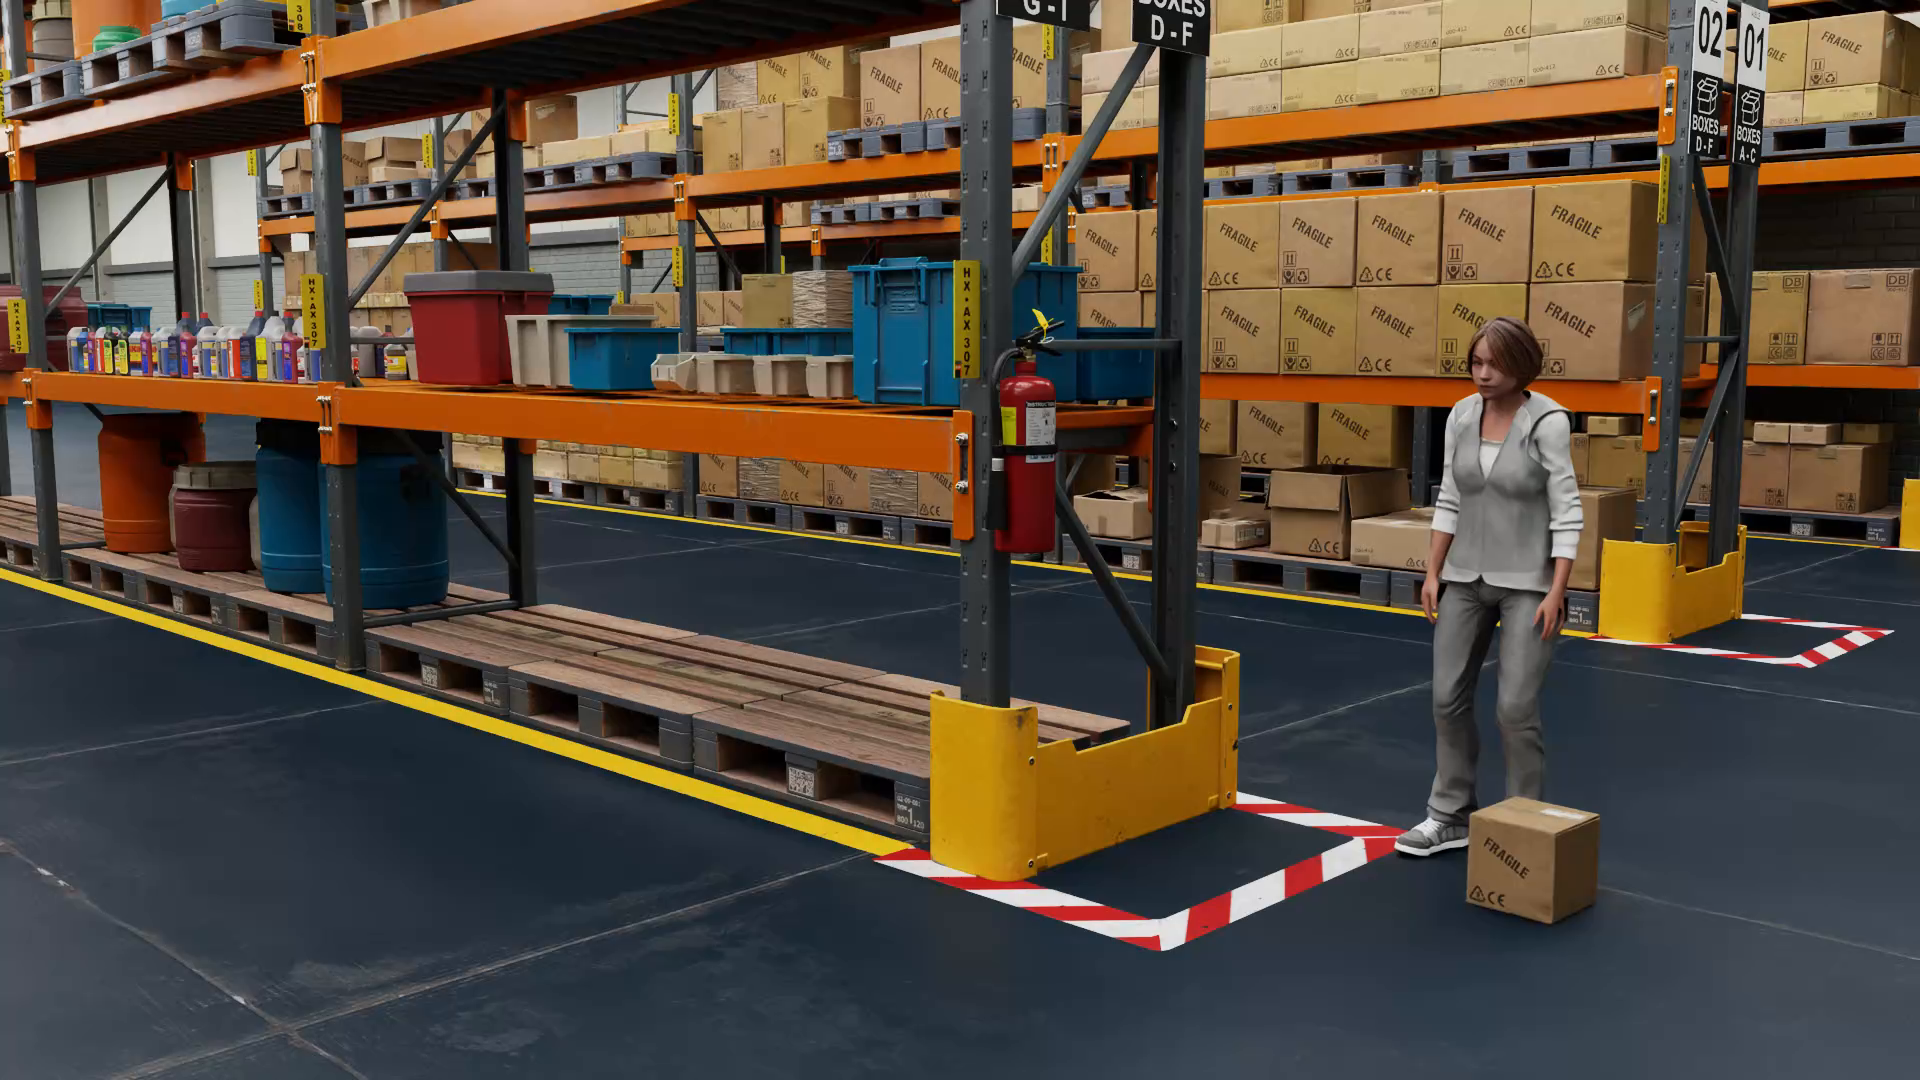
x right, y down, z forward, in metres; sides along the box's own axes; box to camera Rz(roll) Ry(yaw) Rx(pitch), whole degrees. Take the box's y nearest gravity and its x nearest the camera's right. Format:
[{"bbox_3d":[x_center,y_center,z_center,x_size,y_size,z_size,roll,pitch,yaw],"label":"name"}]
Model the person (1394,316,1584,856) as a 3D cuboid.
[{"bbox_3d":[1.548,0.158,4.798,0.324,1.592,0.463,-6,10,-42],"label":"person"}]
